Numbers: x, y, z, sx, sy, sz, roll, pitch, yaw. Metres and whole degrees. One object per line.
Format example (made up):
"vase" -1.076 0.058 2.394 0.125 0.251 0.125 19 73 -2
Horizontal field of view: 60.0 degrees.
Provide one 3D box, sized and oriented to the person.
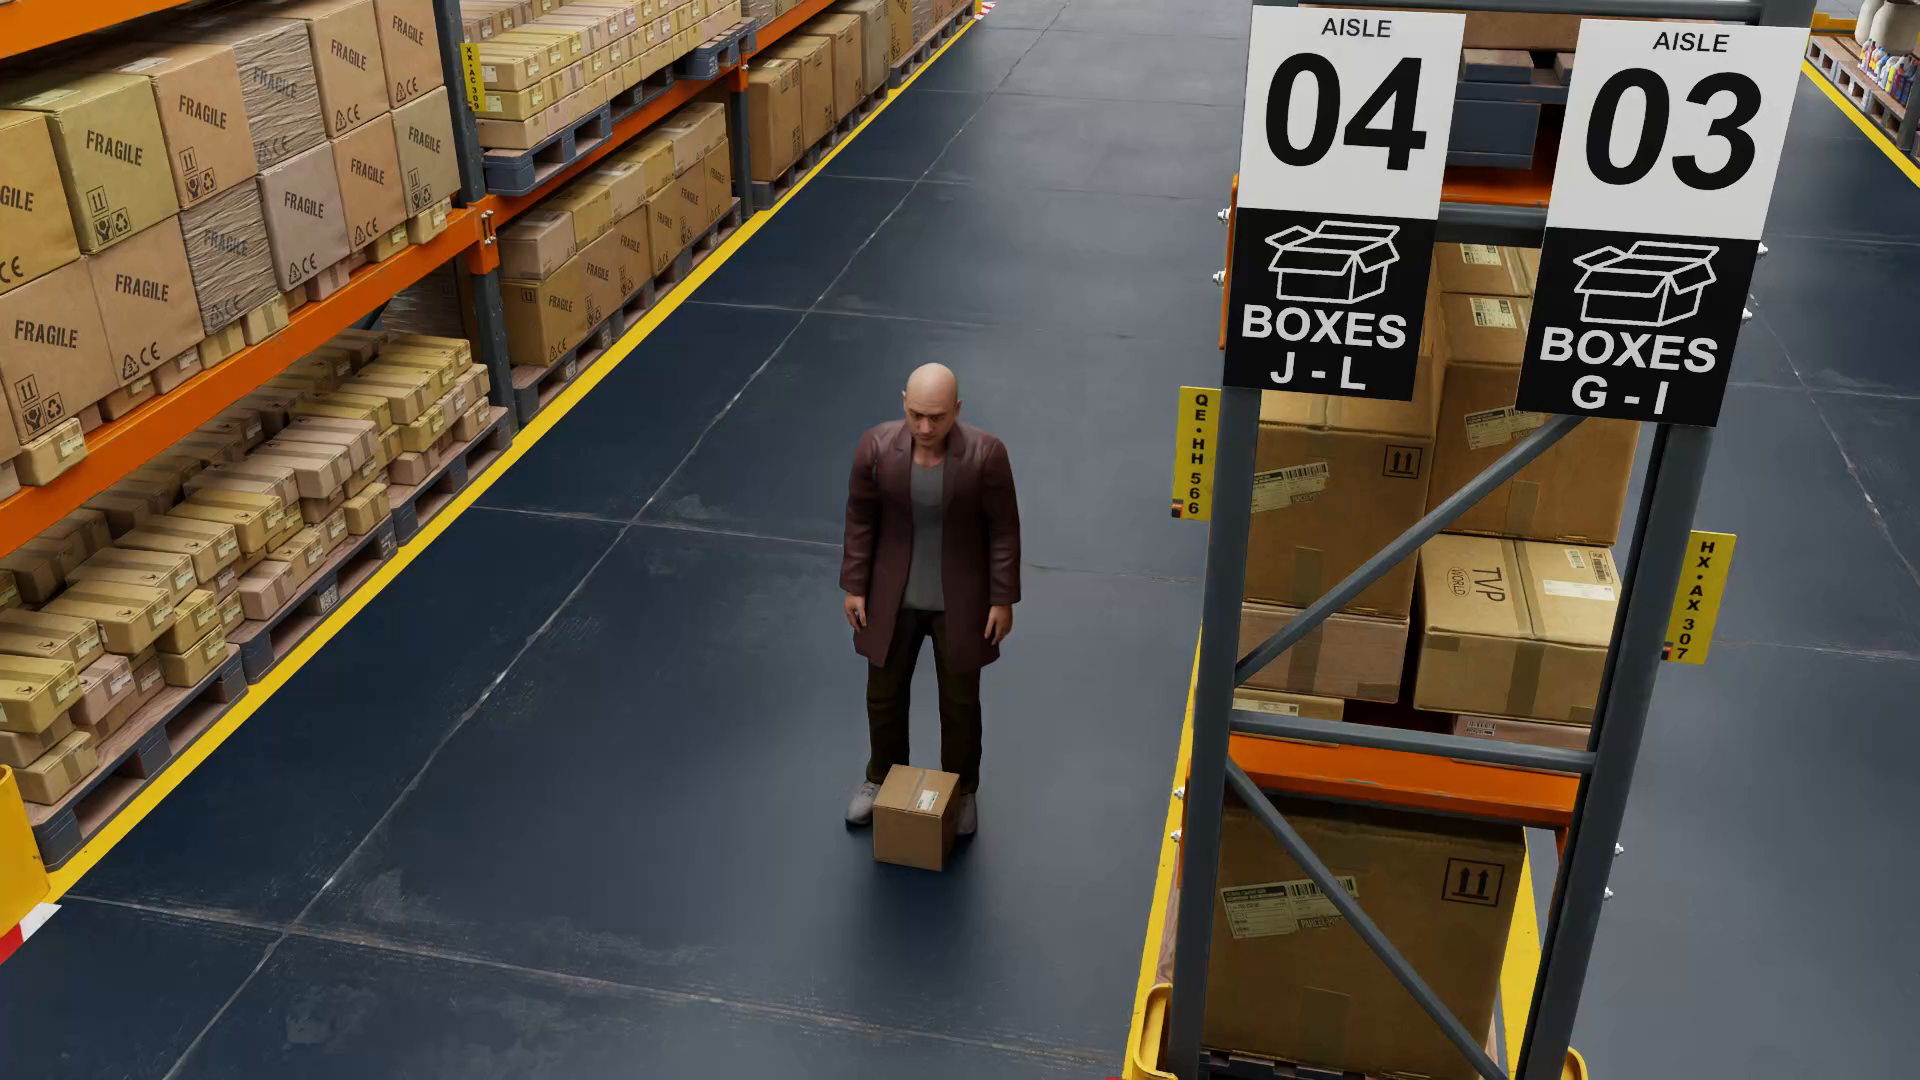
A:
"person" -0.106 0.200 5.772 0.640 1.772 0.428 5 29 9
